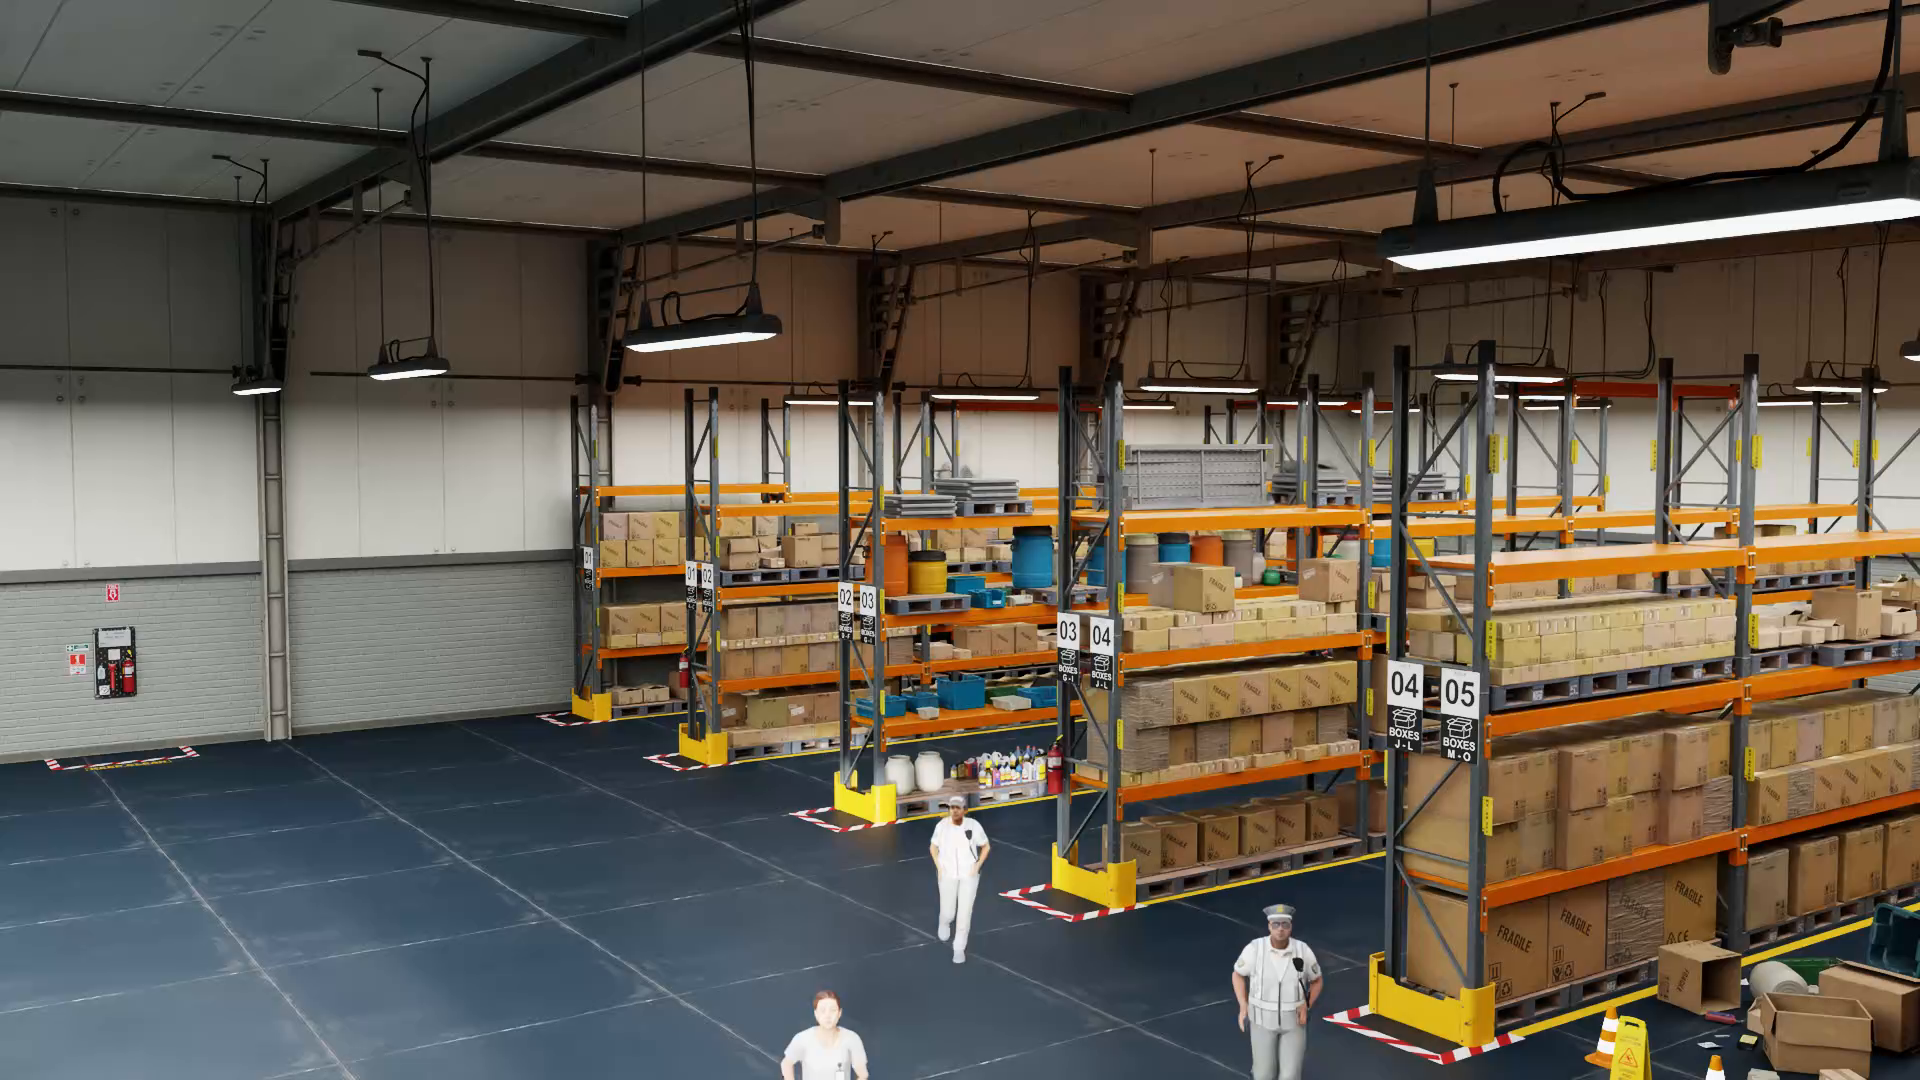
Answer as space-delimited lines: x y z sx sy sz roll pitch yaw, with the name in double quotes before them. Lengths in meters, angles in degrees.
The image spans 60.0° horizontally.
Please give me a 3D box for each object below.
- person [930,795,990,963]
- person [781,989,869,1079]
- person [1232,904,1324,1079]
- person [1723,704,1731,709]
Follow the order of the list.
"person" 0.002 3.359 16.660 0.603 1.645 0.603 0 3 3
"person" -0.861 3.706 10.677 0.559 1.627 0.556 0 3 -8
"person" 2.372 3.555 12.394 0.670 1.742 0.599 0 3 6
"person" 10.935 2.900 23.293 0.602 1.737 0.690 -3 4 -40
